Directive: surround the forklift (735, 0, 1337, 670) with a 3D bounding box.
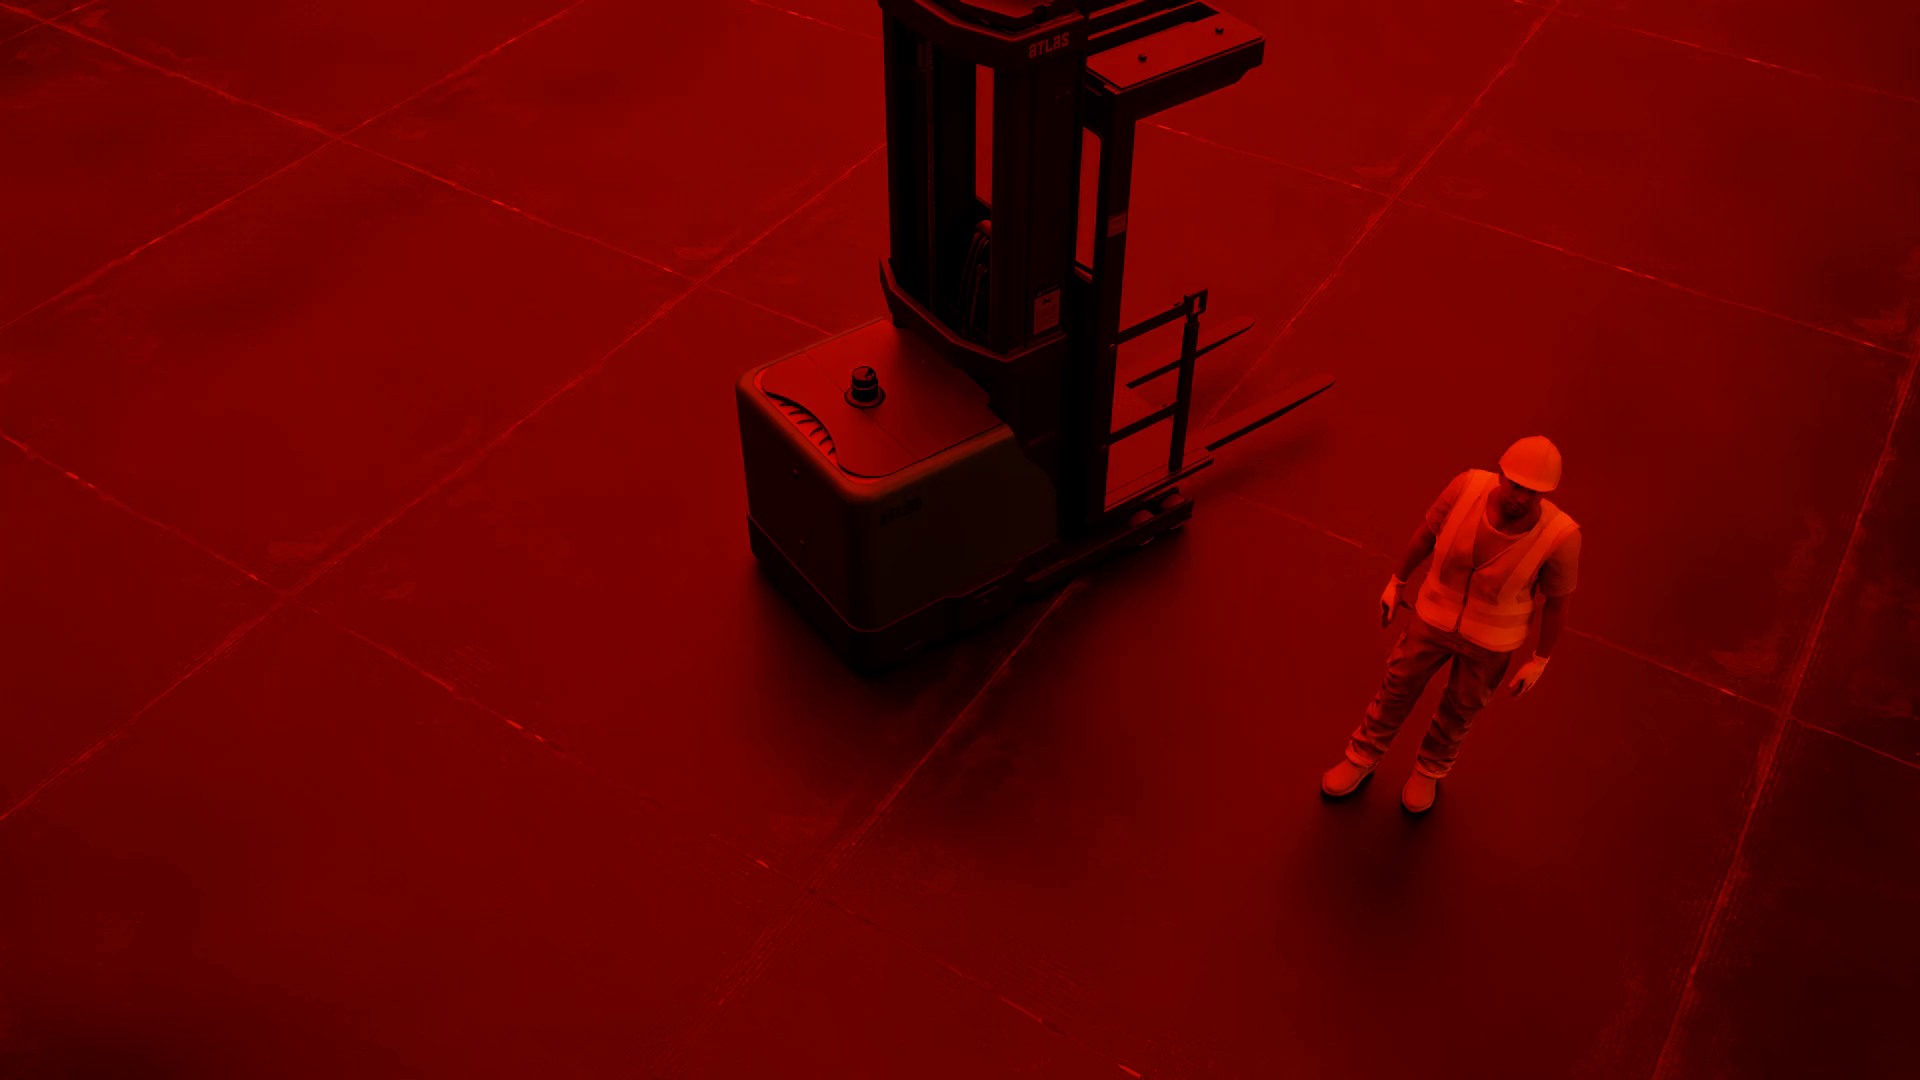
[{"bbox_3d":[0.509,-1.313,7.233,3.031,2.935,1.130,-26,49,-25],"label":"forklift"}]

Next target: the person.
[{"bbox_3d":[1.886,0.362,6.290,0.656,1.782,0.578,27,50,25],"label":"person"}]
